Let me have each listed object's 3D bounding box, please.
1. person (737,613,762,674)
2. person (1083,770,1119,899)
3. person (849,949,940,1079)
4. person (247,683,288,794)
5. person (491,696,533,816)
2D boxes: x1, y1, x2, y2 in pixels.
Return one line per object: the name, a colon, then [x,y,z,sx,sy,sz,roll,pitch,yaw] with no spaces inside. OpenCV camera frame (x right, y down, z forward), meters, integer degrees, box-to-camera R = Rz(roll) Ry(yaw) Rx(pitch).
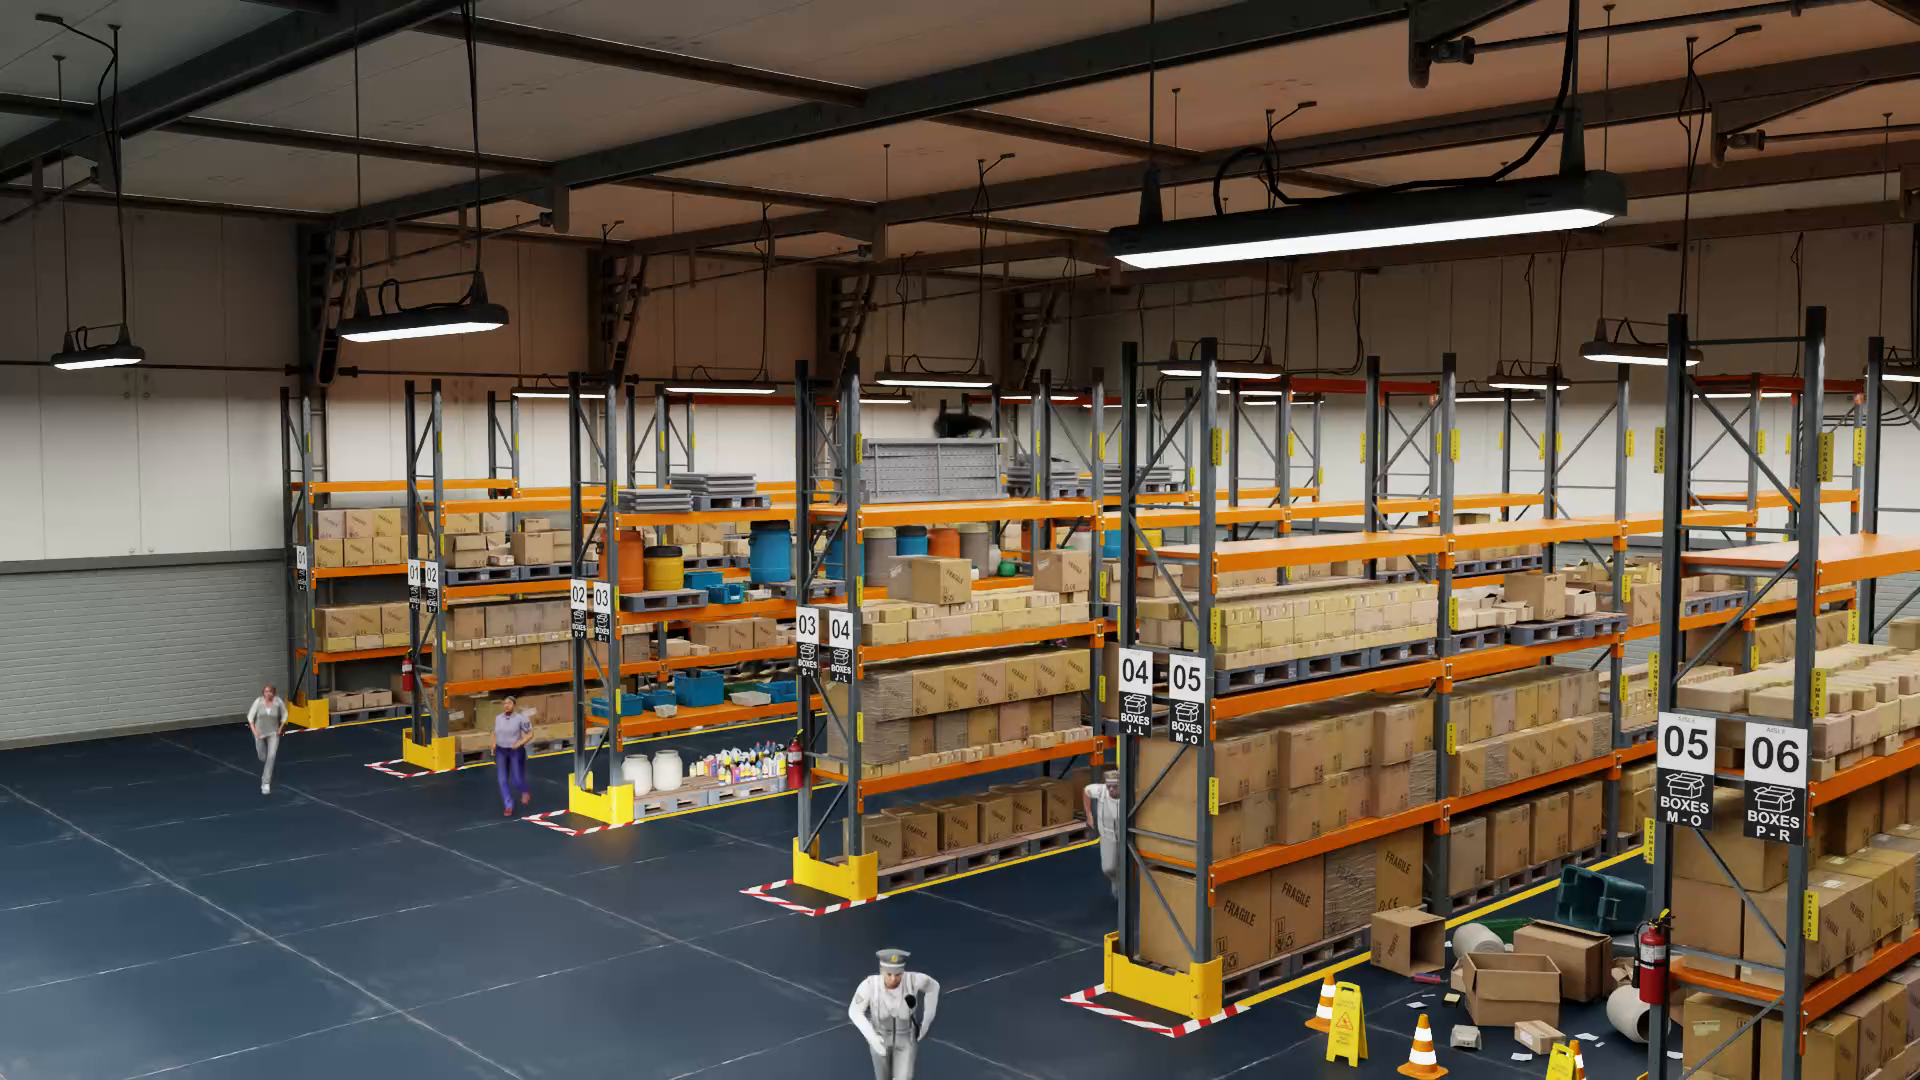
person: [-4.086,2.261,32.600,0.550,1.668,0.678,3,5,41]
person: [1.660,3.228,18.039,0.695,1.571,0.889,1,4,13]
person: [-0.478,3.626,11.930,0.655,1.627,0.979,0,4,-7]
person: [-10.097,2.869,24.278,0.541,1.553,0.856,-1,4,-19]
person: [-6.105,2.913,22.636,0.603,1.597,0.621,0,4,6]
